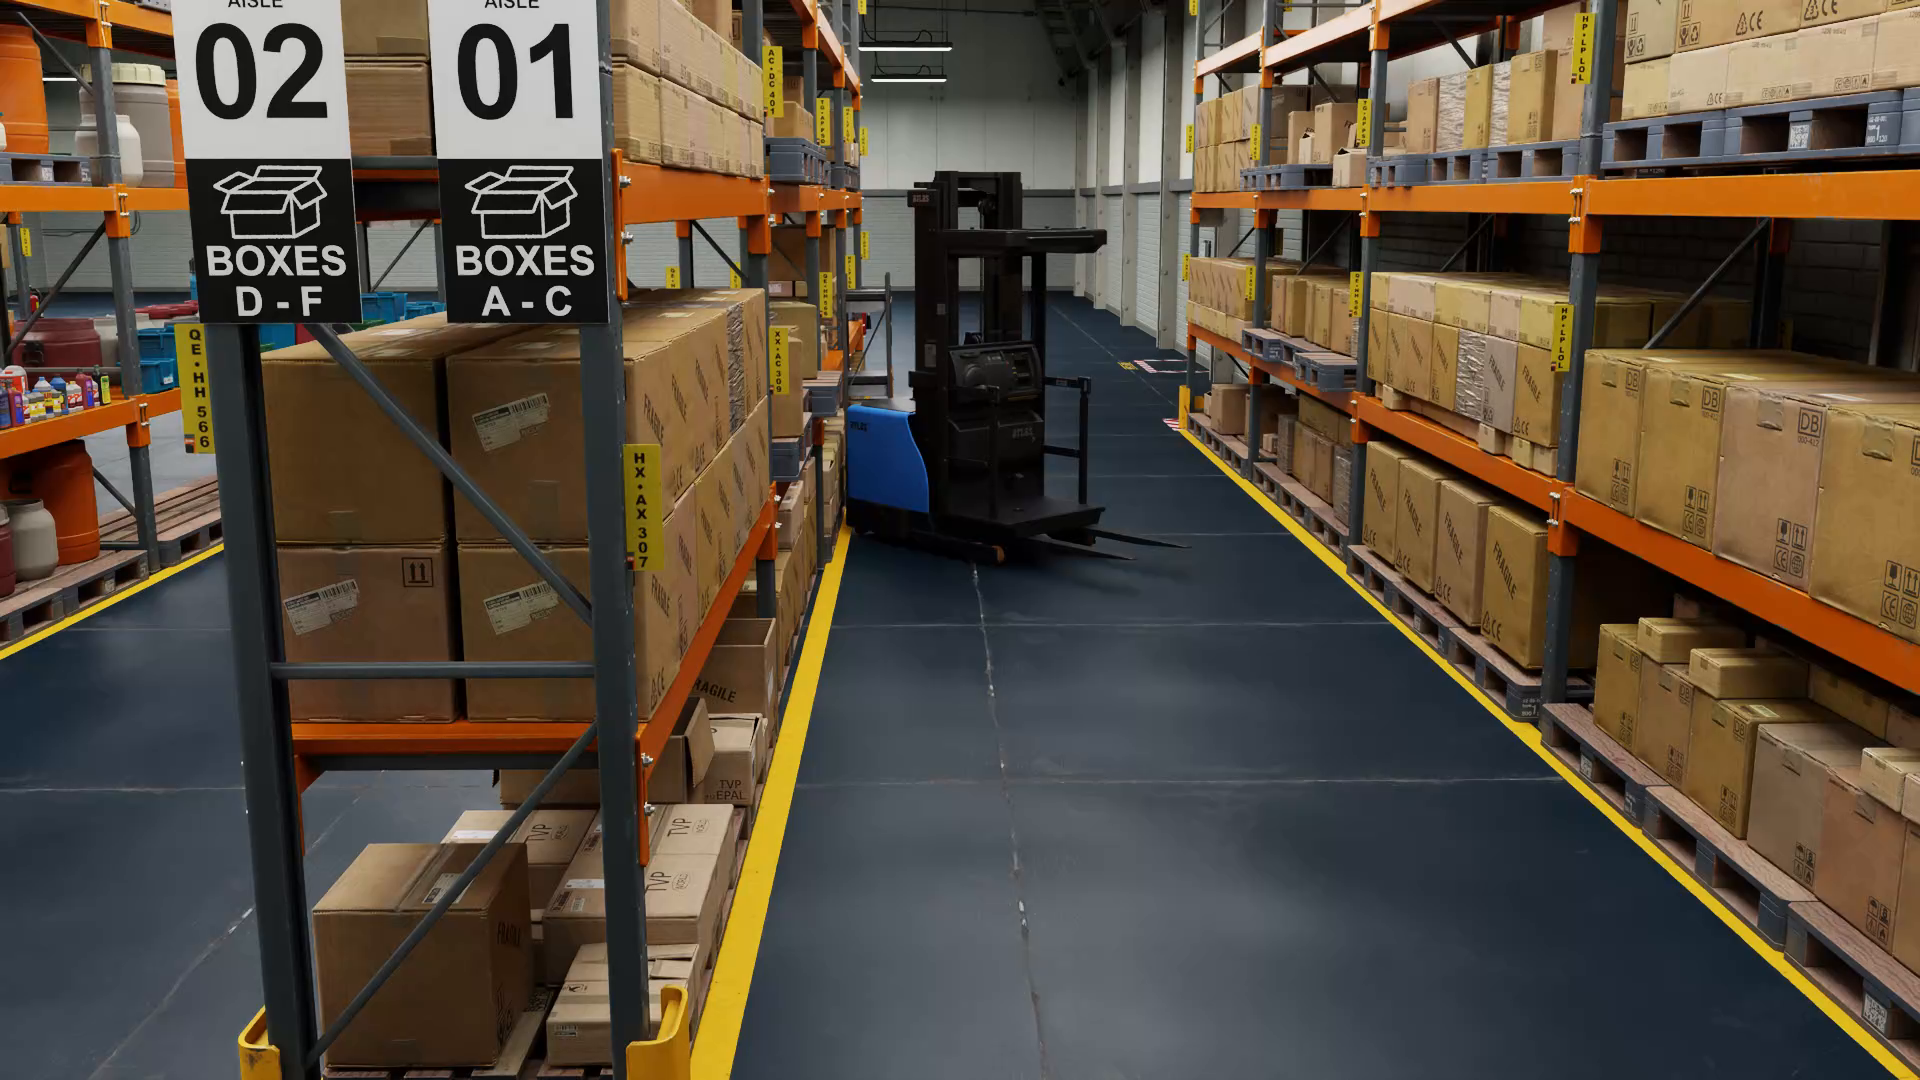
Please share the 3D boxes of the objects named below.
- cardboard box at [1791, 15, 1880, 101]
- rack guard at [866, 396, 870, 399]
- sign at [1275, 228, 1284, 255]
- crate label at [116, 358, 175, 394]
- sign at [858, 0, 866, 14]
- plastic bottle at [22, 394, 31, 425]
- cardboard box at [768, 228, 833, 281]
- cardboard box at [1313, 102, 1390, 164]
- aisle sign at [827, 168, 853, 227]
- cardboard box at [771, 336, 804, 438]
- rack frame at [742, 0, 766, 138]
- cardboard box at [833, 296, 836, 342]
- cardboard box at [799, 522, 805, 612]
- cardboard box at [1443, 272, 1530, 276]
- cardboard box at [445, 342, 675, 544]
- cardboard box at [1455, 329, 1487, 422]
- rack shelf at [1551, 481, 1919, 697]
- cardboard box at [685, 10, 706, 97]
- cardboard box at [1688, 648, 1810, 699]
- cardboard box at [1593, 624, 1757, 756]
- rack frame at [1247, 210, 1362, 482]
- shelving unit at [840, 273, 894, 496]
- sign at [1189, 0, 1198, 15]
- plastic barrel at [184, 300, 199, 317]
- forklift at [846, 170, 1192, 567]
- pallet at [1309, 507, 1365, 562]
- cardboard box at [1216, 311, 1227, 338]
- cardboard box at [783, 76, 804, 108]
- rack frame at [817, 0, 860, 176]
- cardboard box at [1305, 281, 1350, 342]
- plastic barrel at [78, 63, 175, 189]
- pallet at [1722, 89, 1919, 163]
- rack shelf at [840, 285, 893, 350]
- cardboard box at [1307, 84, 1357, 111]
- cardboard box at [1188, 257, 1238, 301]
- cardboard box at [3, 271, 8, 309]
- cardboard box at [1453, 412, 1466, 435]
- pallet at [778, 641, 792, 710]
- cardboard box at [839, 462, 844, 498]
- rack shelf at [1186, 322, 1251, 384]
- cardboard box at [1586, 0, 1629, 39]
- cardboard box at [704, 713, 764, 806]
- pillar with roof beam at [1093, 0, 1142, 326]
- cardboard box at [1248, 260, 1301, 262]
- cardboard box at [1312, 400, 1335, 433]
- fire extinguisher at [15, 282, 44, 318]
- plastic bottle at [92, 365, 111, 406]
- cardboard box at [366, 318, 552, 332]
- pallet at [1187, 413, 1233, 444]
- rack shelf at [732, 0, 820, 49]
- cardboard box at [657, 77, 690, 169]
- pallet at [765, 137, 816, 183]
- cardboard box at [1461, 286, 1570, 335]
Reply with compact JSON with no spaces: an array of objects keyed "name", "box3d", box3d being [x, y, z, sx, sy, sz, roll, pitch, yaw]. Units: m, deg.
[{"name":"cardboard box","box3d":[3.292,-1.679,5.815,0.500,0.250,0.500,-1,11,-3]},{"name":"rack guard","box3d":[-1.683,-1.615,20.263,1.175,0.500,0.348,0,11,-1]},{"name":"sign","box3d":[3.825,-3.577,19.940,0.100,0.325,0.005,0,11,-1]},{"name":"crate label","box3d":[-6.104,-1.229,12.493,0.303,0.233,0.416,0,11,-1]},{"name":"sign","box3d":[-1.140,-6.271,19.291,0.100,0.325,0.005,0,11,-1]},{"name":"plastic bottle","box3d":[-6.032,-0.845,10.680,0.097,0.201,0.097,0,11,0]},{"name":"cardboard box","box3d":[-1.616,-2.813,16.367,0.700,0.500,0.500,0,11,-1]},{"name":"cardboard box","box3d":[3.309,-3.432,14.080,0.500,0.500,0.500,-1,11,-3]},{"name":"aisle sign","box3d":[-1.390,-4.124,19.803,0.394,0.787,0.004,0,11,-1]},{"name":"cardboard box","box3d":[-1.221,-0.800,8.650,0.700,0.500,0.500,-4,12,-20]},{"name":"rack frame","box3d":[-1.435,-3.390,7.636,1.000,3.000,0.127,0,11,-1]},{"name":"cardboard box","box3d":[-1.633,-2.282,17.013,0.700,0.500,0.500,0,11,-2]},{"name":"cardboard box","box3d":[-1.236,0.156,10.424,0.500,0.500,0.500,-1,11,-3]},{"name":"cardboard box","box3d":[3.704,-1.749,11.701,0.500,0.250,0.500,0,11,0]},{"name":"cardboard box","box3d":[-1.098,-0.283,4.644,0.500,0.500,0.500,0,11,1]},{"name":"cardboard box","box3d":[3.234,-0.968,9.735,0.500,0.500,0.500,0,11,-1]},{"name":"rack shelf","box3d":[3.559,0.279,6.449,1.077,0.370,4.000,0,11,-1]},{"name":"cardboard box","box3d":[-1.122,-1.598,5.469,0.500,0.250,0.500,0,11,-1]},{"name":"cardboard box","box3d":[3.266,0.552,6.894,0.380,0.149,0.250,-1,11,-3]},{"name":"cardboard box","box3d":[3.431,0.697,7.809,0.700,0.500,0.500,0,11,0]},{"name":"rack frame","box3d":[3.352,-2.061,16.176,1.000,3.000,0.127,0,11,-1]},{"name":"shelving unit","box3d":[-0.783,-1.221,14.273,0.431,2.100,0.503,-1,11,-1]},{"name":"sign","box3d":[2.727,-6.291,19.387,0.100,0.325,0.005,0,11,-1]},{"name":"plastic barrel","box3d":[-6.752,-1.896,15.020,0.433,0.535,0.433,0,11,0]},{"name":"forklift","box3d":[0.429,-1.346,12.819,1.130,2.935,3.031,-11,16,-42]},{"name":"pallet","box3d":[3.420,-0.055,13.299,1.003,0.211,1.213,0,11,-1]},{"name":"cardboard box","box3d":[3.012,-2.290,17.627,0.500,0.250,0.500,0,11,-1]},{"name":"cardboard box","box3d":[-1.592,-3.774,14.509,0.500,0.500,0.500,1,12,4]},{"name":"rack frame","box3d":[-1.683,-5.776,19.394,1.000,3.000,0.127,0,11,-1]},{"name":"cardboard box","box3d":[3.378,-1.983,14.430,0.700,0.500,0.500,1,12,7]},{"name":"plastic barrel","box3d":[-6.270,-3.105,12.517,0.600,0.901,0.600,0,11,0]},{"name":"pallet","box3d":[3.547,-1.493,6.053,1.003,0.211,1.213,0,11,-1]},{"name":"rack shelf","box3d":[-0.792,-1.895,14.140,0.431,0.518,0.480,-1,11,-1]},{"name":"cardboard box","box3d":[3.628,-4.179,16.252,0.500,0.500,0.500,0,11,0]},{"name":"cardboard box","box3d":[2.979,-3.064,19.559,0.500,0.500,0.500,0,11,-1]},{"name":"cardboard box","box3d":[-11.603,-2.881,19.215,0.875,0.500,0.500,0,11,-1]},{"name":"cardboard box","box3d":[3.251,-0.729,10.192,0.380,0.149,0.250,0,11,1]},{"name":"pallet","box3d":[-1.489,0.755,9.306,1.003,0.211,1.213,0,11,-1]},{"name":"cardboard box","box3d":[-1.273,-0.514,14.407,0.500,0.250,0.500,0,11,0]},{"name":"rack shelf","box3d":[3.311,-2.106,18.207,1.077,0.370,4.000,0,11,-1]},{"name":"cardboard box","box3d":[3.631,-2.749,8.775,0.500,0.250,0.500,1,11,3]},{"name":"cardboard box","box3d":[-1.124,0.913,7.169,0.500,0.311,0.500,0,11,-1]},{"name":"pillar with roof beam","box3d":[-0.527,-9.221,36.380,9.100,9.000,0.548,0,11,-1]},{"name":"cardboard box","box3d":[3.508,-2.865,18.576,0.500,0.500,0.500,-1,11,-3]},{"name":"cardboard box","box3d":[3.411,-1.082,14.644,0.500,0.250,0.500,-1,11,-3]},{"name":"fire extinguisher","box3d":[-11.129,-2.782,19.923,0.296,0.674,0.183,0,11,-1]},{"name":"plastic bottle","box3d":[-6.035,-1.090,11.679,0.061,0.283,0.133,0,11,-1]},{"name":"cardboard box","box3d":[-1.663,-0.485,5.638,0.500,0.500,0.500,0,11,0]},{"name":"pallet","box3d":[3.253,-1.313,19.501,1.003,0.211,1.213,0,11,-1]},{"name":"rack shelf","box3d":[-1.476,-3.239,9.707,1.077,0.370,4.000,0,11,-1]},{"name":"cardboard box","box3d":[-1.106,-1.254,5.029,0.500,0.250,0.500,0,11,-1]},{"name":"pallet","box3d":[-1.378,-1.958,8.594,1.213,0.211,1.003,0,11,-1]},{"name":"cardboard box","box3d":[3.241,-1.338,9.674,0.500,0.250,0.500,0,11,0]}]
